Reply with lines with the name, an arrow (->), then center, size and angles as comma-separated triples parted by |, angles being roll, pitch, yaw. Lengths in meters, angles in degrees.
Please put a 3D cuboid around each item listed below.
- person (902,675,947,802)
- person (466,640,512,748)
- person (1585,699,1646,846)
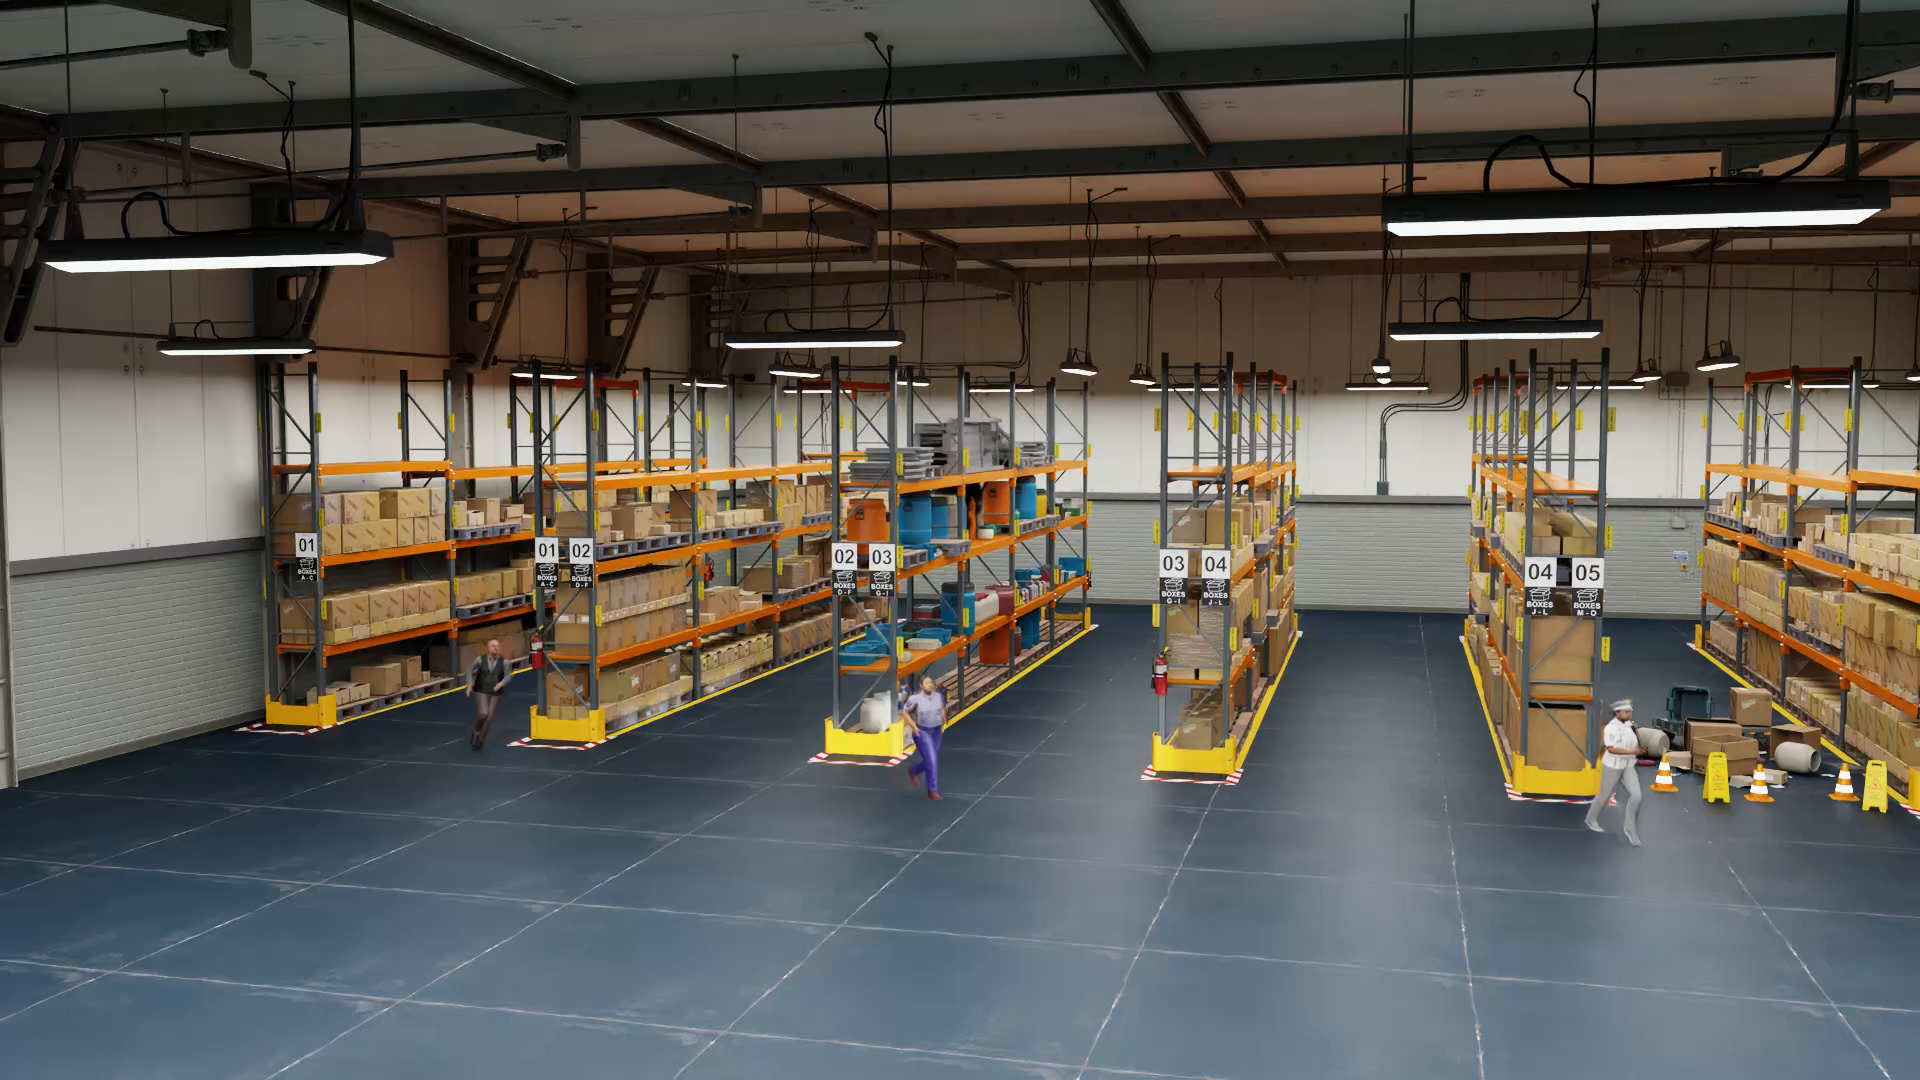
person -> -0.452, 2.627, 22.314 | 0.598, 1.656, 0.823 | -3, 5, -37
person -> -7.207, 2.371, 25.515 | 0.658, 1.658, 0.610 | -2, 4, -25
person -> 7.885, 2.758, 19.936 | 0.539, 1.750, 0.846 | -2, 4, -24
